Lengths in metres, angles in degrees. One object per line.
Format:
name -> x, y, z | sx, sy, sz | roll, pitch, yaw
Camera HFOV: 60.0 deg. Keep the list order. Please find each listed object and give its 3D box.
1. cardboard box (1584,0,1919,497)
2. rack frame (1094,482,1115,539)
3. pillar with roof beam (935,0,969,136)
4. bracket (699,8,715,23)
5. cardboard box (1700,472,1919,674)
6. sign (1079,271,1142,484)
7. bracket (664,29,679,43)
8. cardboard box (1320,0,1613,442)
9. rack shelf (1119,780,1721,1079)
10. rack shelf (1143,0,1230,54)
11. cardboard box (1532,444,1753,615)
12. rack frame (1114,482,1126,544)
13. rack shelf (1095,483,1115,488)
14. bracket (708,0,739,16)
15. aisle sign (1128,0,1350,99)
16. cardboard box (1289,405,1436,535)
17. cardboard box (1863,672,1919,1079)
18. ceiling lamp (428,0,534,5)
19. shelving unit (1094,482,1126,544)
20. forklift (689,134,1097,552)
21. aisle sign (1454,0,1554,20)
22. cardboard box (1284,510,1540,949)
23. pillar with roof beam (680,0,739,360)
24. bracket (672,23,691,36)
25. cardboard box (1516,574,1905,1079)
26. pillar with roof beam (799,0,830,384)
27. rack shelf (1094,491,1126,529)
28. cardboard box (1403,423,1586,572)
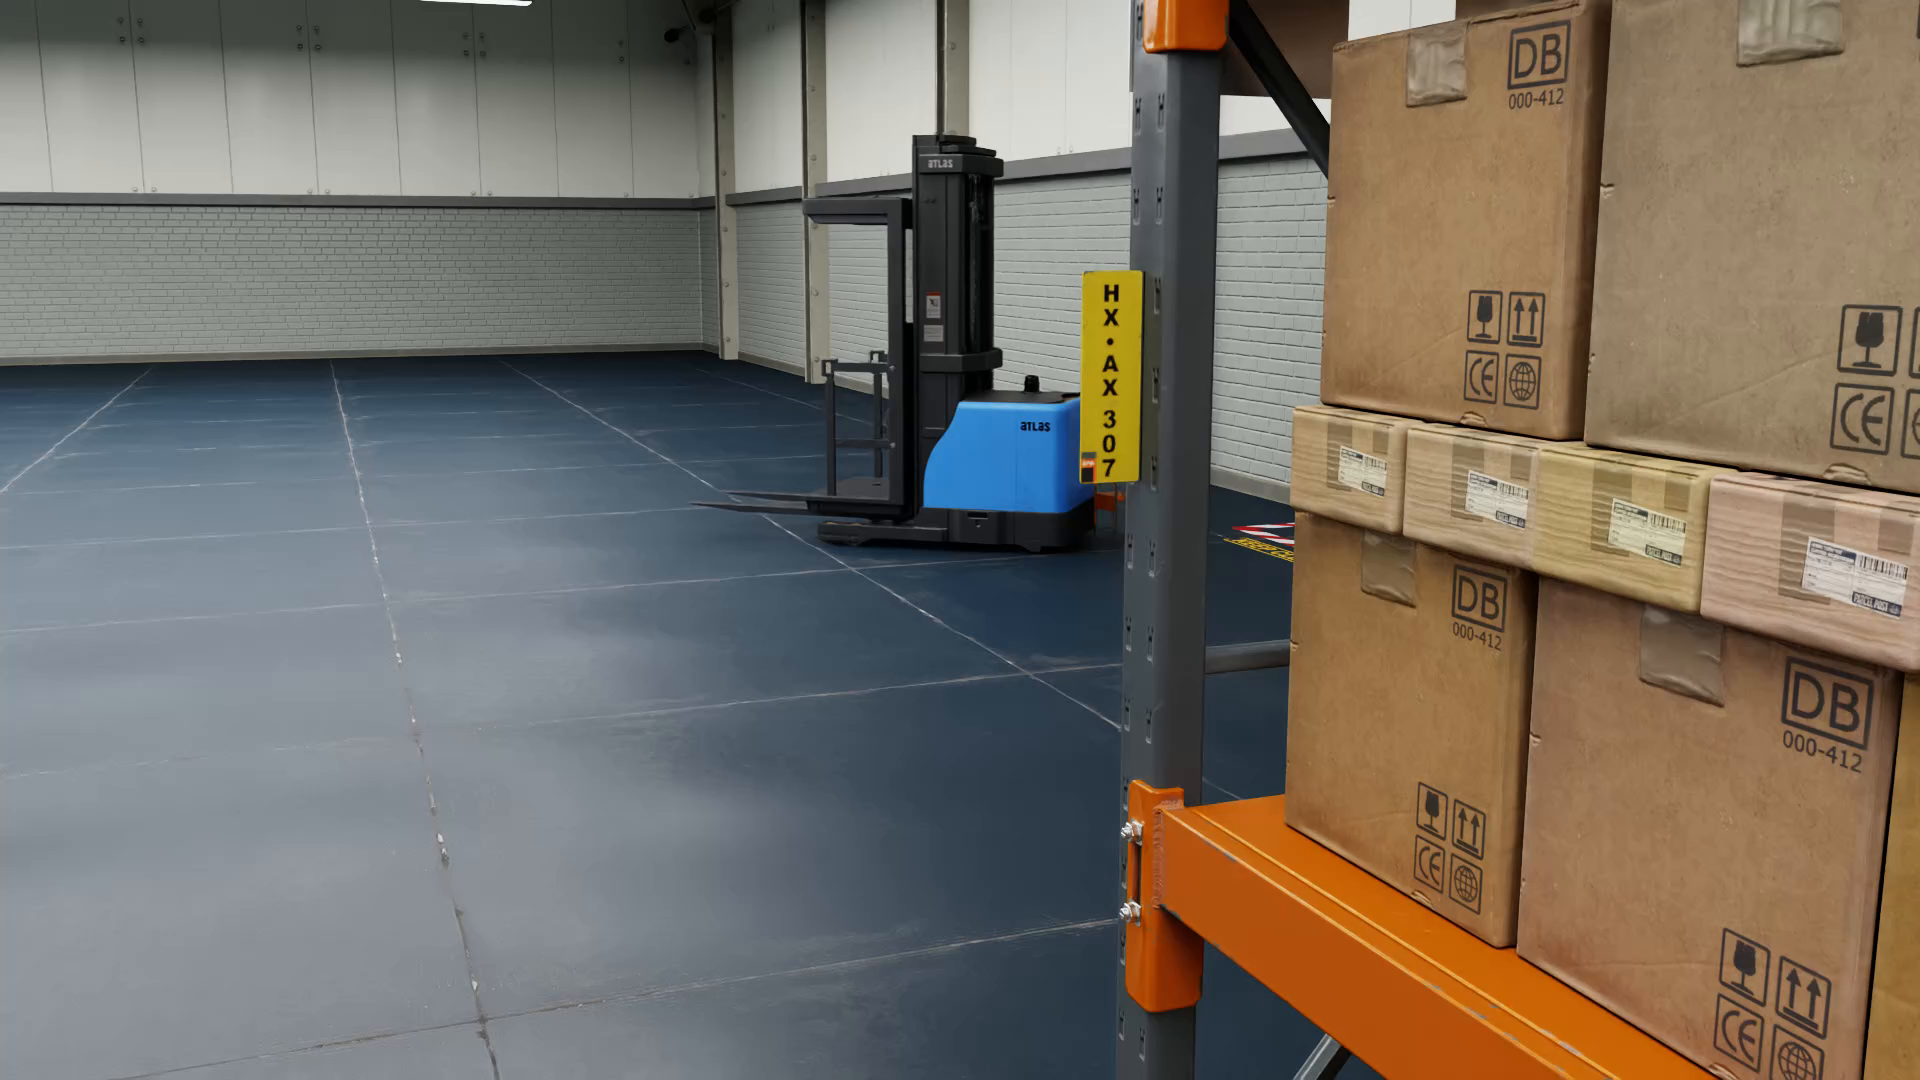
cardboard box -> 1.124, -0.336, 1.756 | 0.700, 0.500, 0.500 | -4, 11, -22
rack frame -> 1.088, -0.535, 12.429 | 0.200, 1.050, 0.008 | -7, 12, -33
pillar with roof beam -> -4.108, -5.694, 18.733 | 9.100, 9.000, 0.400 | -4, 11, -21
bracket -> -4.624, -9.607, 30.458 | 0.235, 0.232, 0.430 | -4, 11, -21
cardboard box -> 0.970, 0.015, 1.635 | 0.380, 0.149, 0.250 | -4, 11, -22
sign -> 0.233, -0.250, 2.565 | 0.100, 0.325, 0.005 | -4, 11, -21
bracket -> -5.784, -10.130, 33.395 | 0.235, 0.232, 0.430 | -4, 11, -21
cardboard box -> 0.928, -0.422, 2.237 | 0.700, 0.500, 0.500 | -4, 11, -21
rack shelf -> 1.477, 0.861, 1.068 | 1.077, 0.370, 4.000 | -4, 11, -21
rack shelf -> 1.477, -0.616, 0.805 | 1.077, 0.370, 4.000 | -4, 11, -21
cardboard box -> 0.881, -0.027, 1.867 | 0.380, 0.149, 0.250 | -4, 11, -21
rack frame -> 1.224, -0.499, 12.229 | 0.200, 1.050, 0.008 | -7, 12, -33
rack shelf -> 1.156, -0.507, 12.331 | 0.215, 0.259, 0.240 | -7, 12, -33
bracket -> -3.691, -9.187, 28.094 | 0.076, 0.066, 4.783 | -4, 11, -21
aisle sign -> 0.443, -1.091, 2.564 | 0.394, 0.787, 0.004 | -4, 11, -21
cardboard box -> 0.693, -0.110, 2.338 | 0.380, 0.149, 0.250 | -4, 11, -21
cardboard box -> 1.279, 0.375, 1.461 | 0.700, 0.500, 0.500 | -4, 11, -21
ceiling lamp -> -7.667, -9.854, 25.454 | 2.000, 3.185, 0.800 | -4, 11, -21
shelving unit -> 1.156, -0.517, 12.329 | 0.215, 1.050, 0.252 | -7, 12, -33
forklift -> -0.540, -1.485, 12.399 | 3.031, 2.935, 1.130 | 3, 11, 17
aisle sign -> 1.002, -1.129, 2.778 | 0.394, 0.787, 0.004 | -4, 11, -21
cardboard box -> 0.909, 0.208, 2.399 | 0.700, 0.500, 0.500 | -4, 11, -21
pillar with roof beam -> -8.456, -7.652, 29.745 | 9.100, 9.000, 0.548 | -4, 11, -21
bracket -> -5.570, -10.033, 32.853 | 0.076, 0.066, 3.189 | -4, 11, -21
cardboard box -> 1.104, 0.294, 1.919 | 0.700, 0.500, 0.500 | -4, 11, -19
pillar with roof beam -> -6.282, -6.673, 24.239 | 9.100, 9.000, 0.400 | -4, 11, -21
rack shelf -> 1.156, -0.233, 12.380 | 0.215, 0.259, 0.240 | -7, 12, -33
cardboard box -> 0.792, -0.067, 2.097 | 0.380, 0.149, 0.250 | -4, 11, -22
